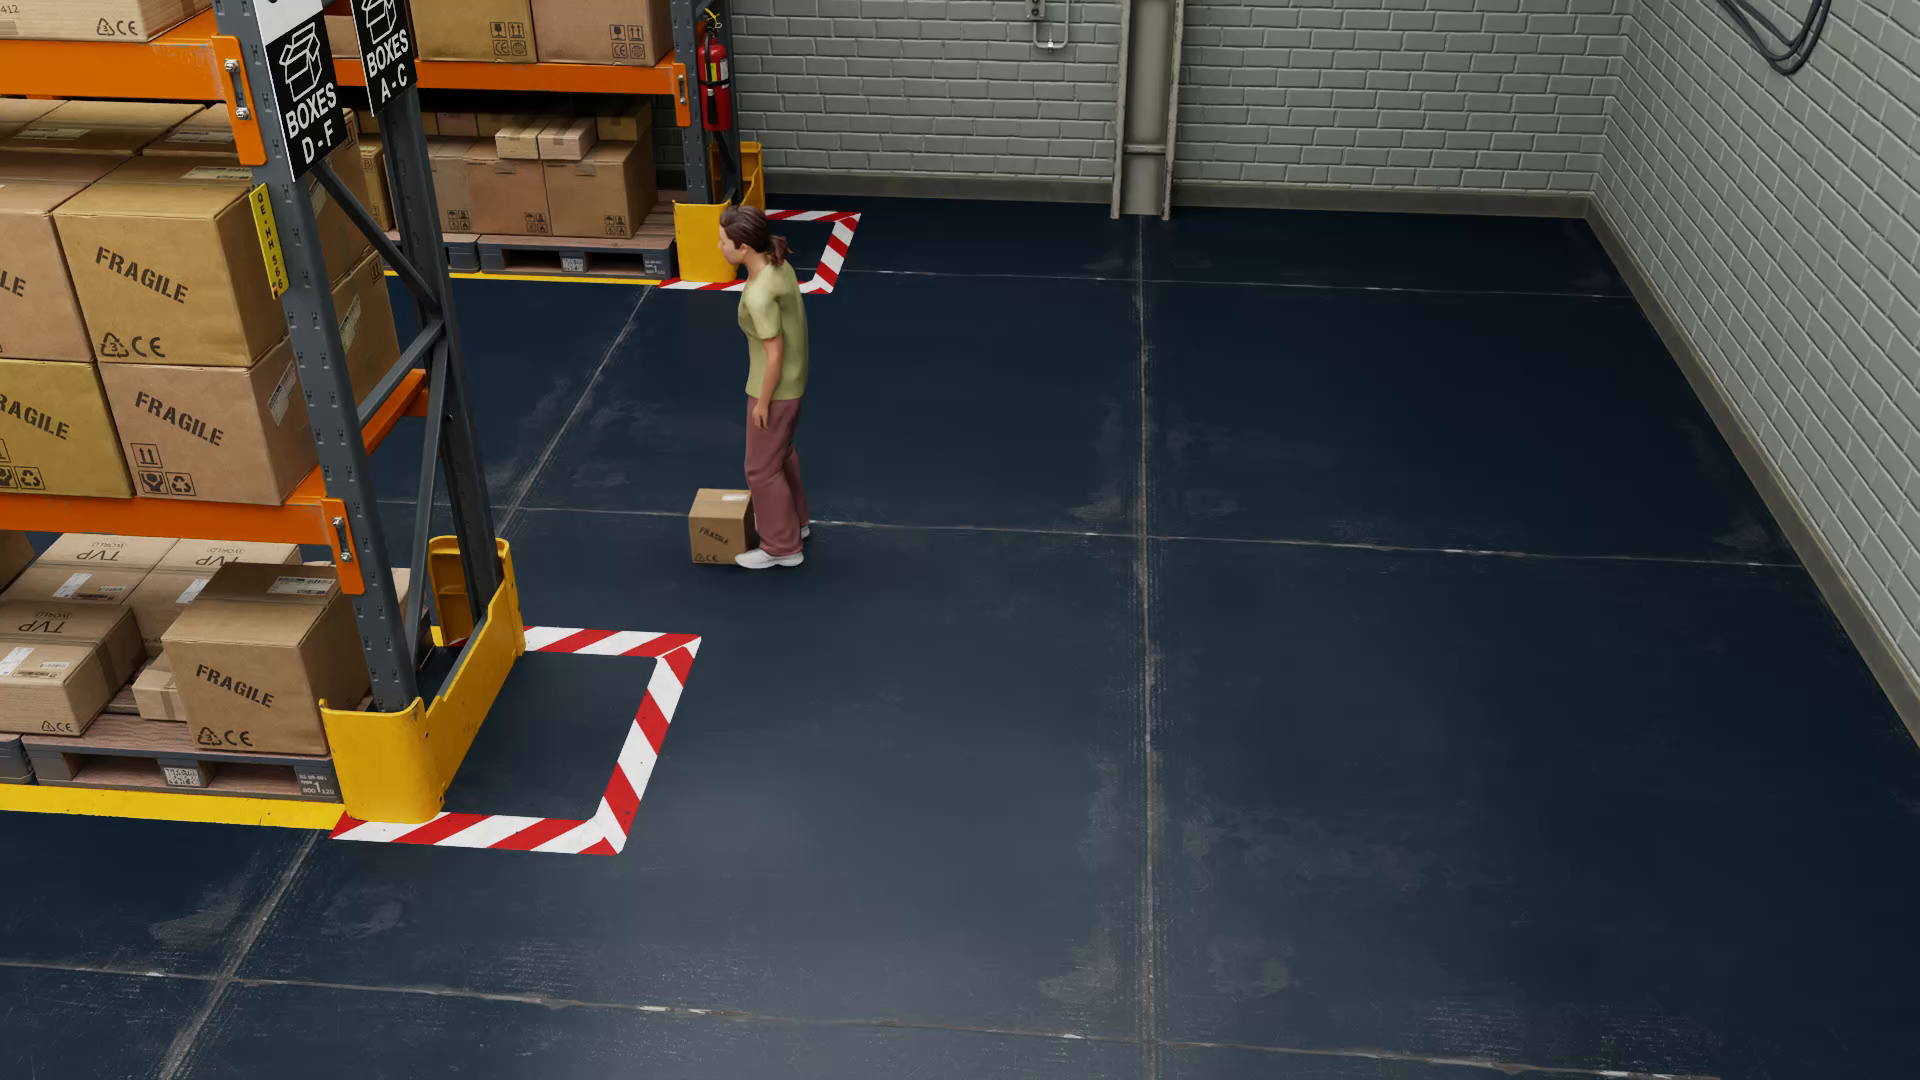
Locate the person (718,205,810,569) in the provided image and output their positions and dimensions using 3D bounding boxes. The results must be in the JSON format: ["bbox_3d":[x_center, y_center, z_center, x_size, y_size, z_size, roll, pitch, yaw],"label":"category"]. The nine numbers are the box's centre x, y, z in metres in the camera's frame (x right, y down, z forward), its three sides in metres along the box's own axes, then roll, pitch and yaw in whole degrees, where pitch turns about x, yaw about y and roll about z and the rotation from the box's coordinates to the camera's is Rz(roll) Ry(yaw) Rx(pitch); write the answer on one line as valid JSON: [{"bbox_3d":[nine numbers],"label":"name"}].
[{"bbox_3d":[-0.831,-0.658,7.187,0.363,1.672,0.498,1,32,2],"label":"person"}]
